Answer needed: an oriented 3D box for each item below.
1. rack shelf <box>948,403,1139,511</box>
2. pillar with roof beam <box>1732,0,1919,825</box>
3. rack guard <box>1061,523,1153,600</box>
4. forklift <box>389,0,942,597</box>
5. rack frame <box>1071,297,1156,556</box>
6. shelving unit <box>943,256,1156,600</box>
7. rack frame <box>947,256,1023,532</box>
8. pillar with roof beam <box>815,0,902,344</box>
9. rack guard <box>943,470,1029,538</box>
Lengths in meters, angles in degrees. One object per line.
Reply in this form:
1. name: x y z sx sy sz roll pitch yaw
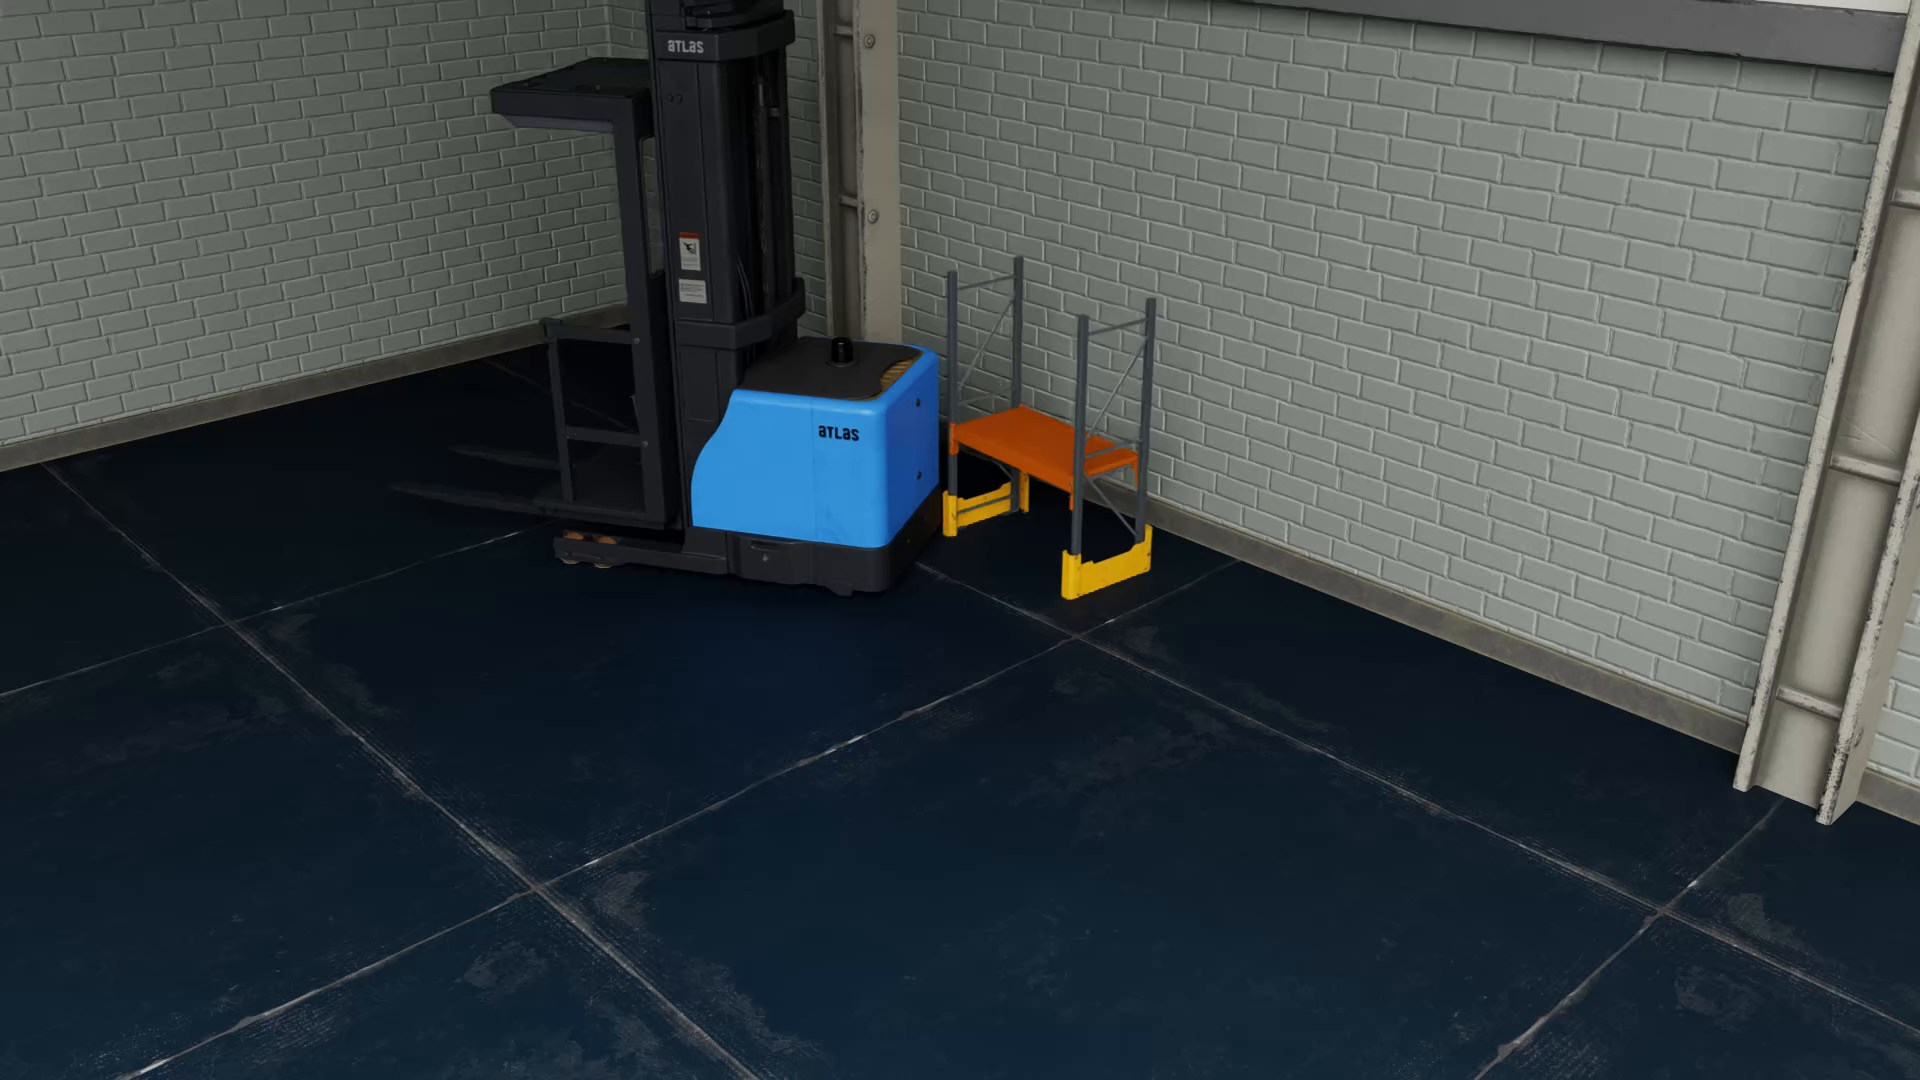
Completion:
1. rack shelf: 0.455 -0.460 8.885 0.538 0.185 1.000 -18 30 -35
2. pillar with roof beam: 0.345 -1.821 2.400 9.100 9.000 0.400 -21 32 -38
3. rack guard: 0.772 0.109 8.709 0.587 0.250 0.087 -18 30 -35
4. forklift: -1.676 -1.381 8.745 3.031 2.935 1.130 7 25 15
5. rack frame: 0.773 -0.459 8.449 0.500 1.500 0.032 -18 30 -35
6. shelving unit: 0.461 -0.621 8.804 0.587 1.500 1.083 -18 30 -35
7. rack frame: 0.138 -0.788 9.171 0.500 1.500 0.032 -18 30 -35
8. pillar with roof beam: -3.756 -3.639 6.385 9.100 9.000 0.400 -21 32 -38
9. rack guard: 0.150 -0.214 9.417 0.587 0.250 0.087 -18 30 -35
